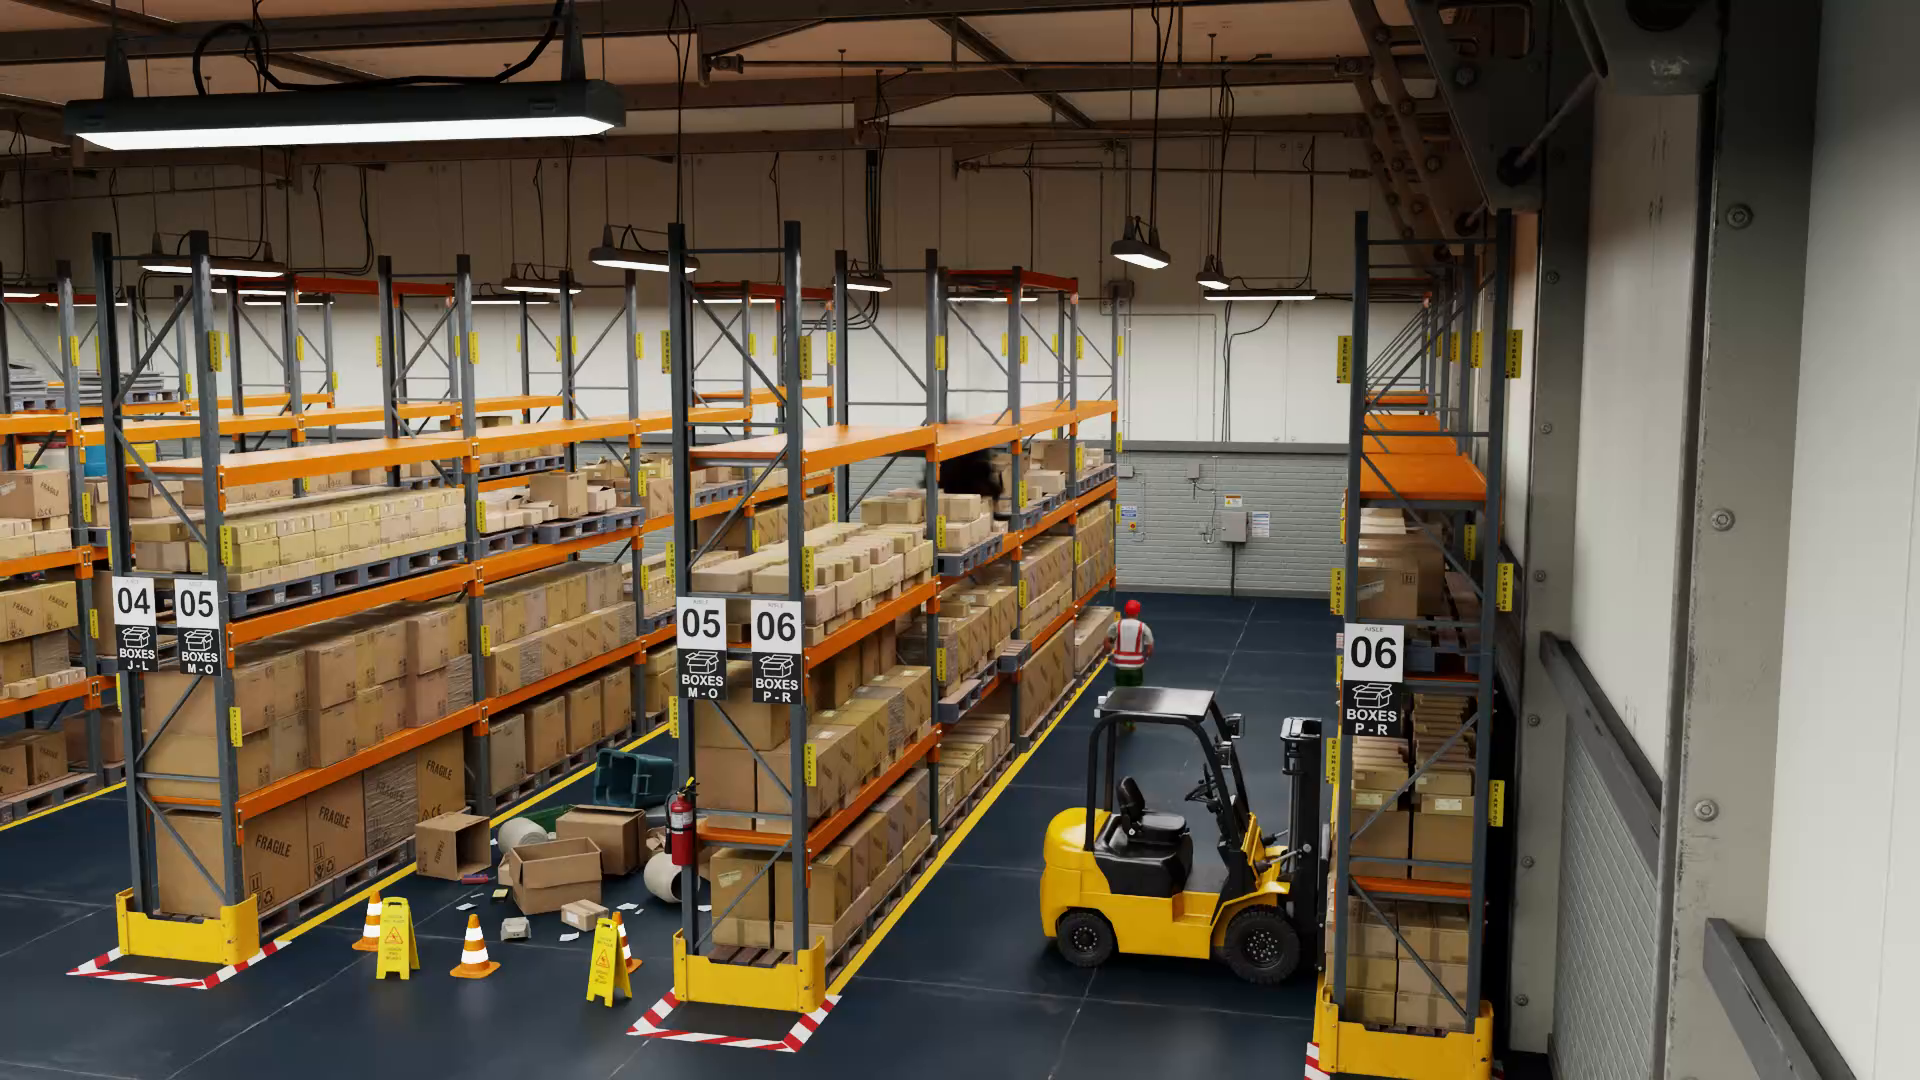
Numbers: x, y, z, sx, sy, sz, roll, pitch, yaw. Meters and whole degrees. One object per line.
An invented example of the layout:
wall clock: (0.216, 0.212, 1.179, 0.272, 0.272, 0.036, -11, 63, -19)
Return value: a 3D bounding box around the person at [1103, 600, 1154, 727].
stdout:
person: (2.246, 1.609, 21.904, 0.631, 1.687, 0.490, 2, 7, 13)
